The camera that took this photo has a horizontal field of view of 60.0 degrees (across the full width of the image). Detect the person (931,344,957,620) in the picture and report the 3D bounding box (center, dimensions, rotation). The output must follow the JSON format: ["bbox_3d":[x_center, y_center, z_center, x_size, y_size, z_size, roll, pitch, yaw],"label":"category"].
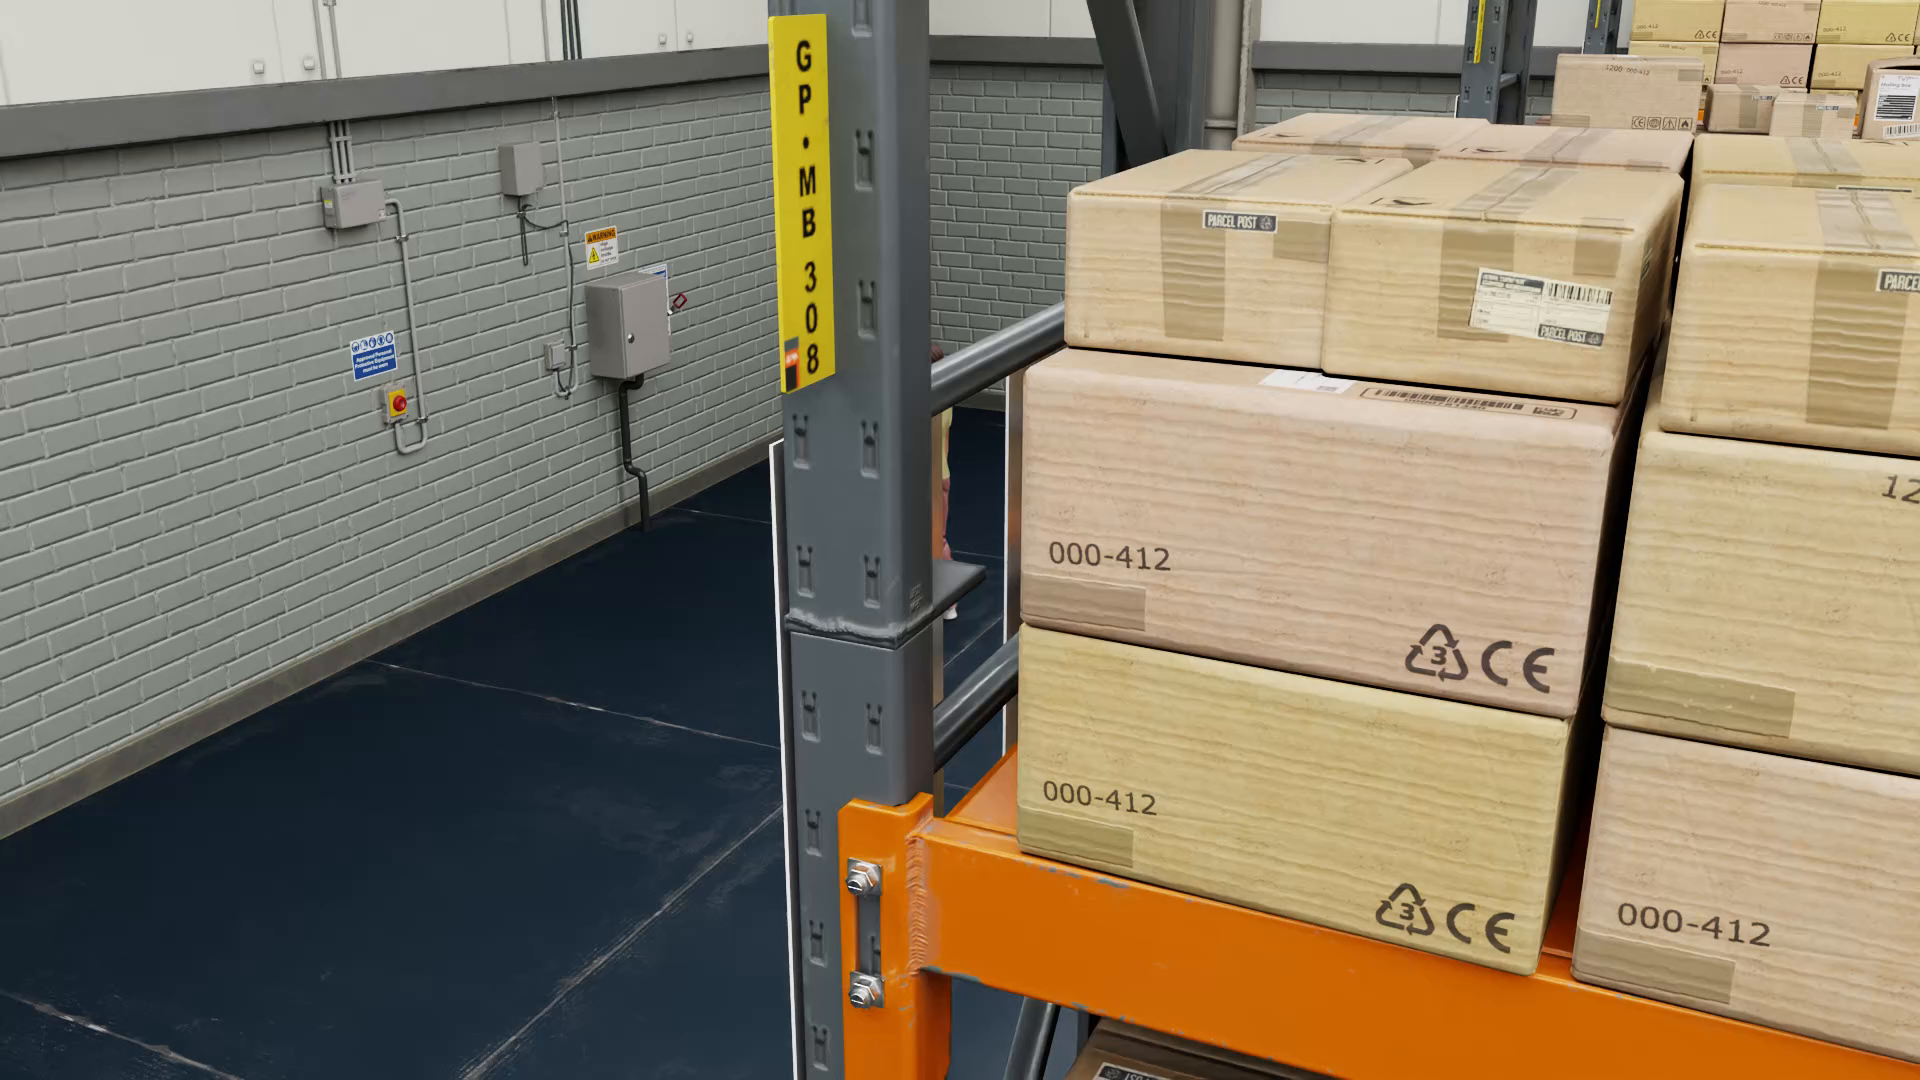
[{"bbox_3d":[-0.200,-0.297,9.445,0.353,1.675,0.439,9,21,24],"label":"person"}]
